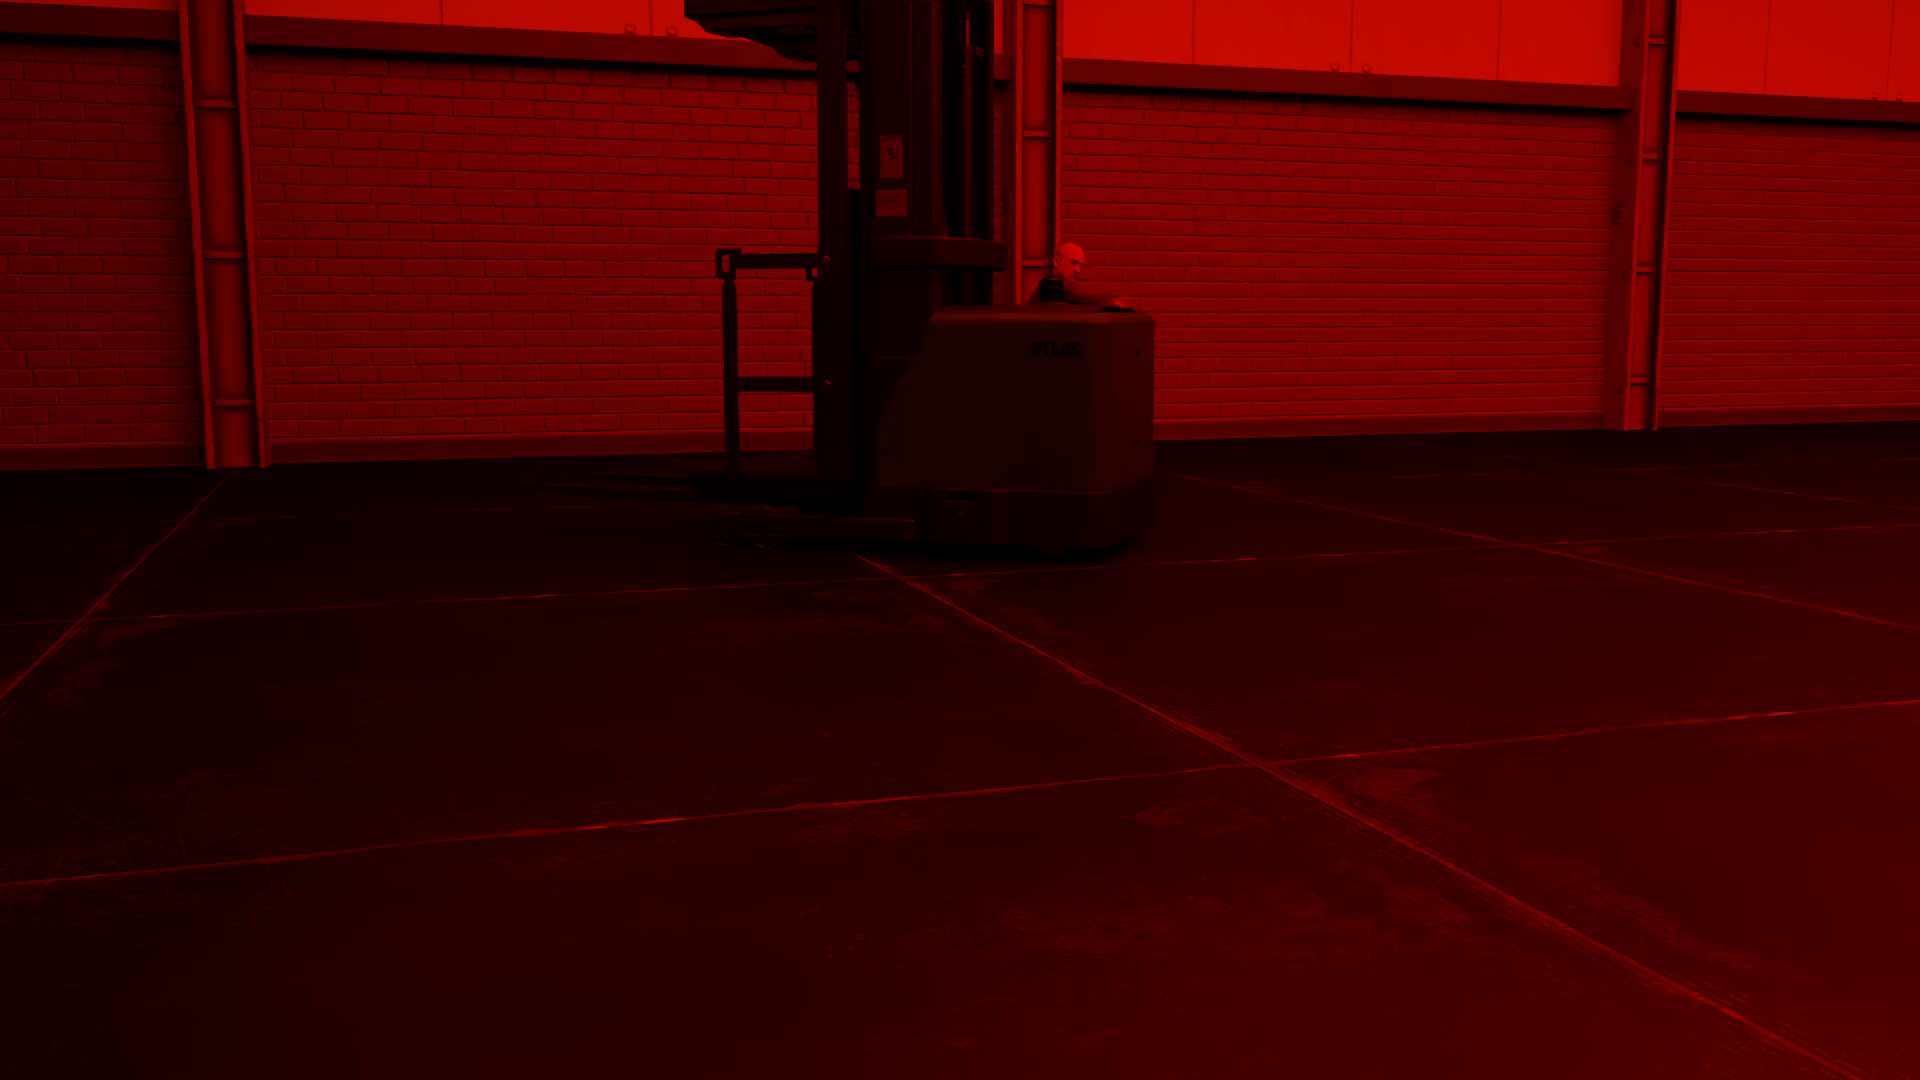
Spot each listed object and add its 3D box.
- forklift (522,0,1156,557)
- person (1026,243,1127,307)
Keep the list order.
[{"bbox_3d":[-0.636,-1.476,7.897,3.031,2.935,1.130,3,8,19],"label":"forklift"},{"bbox_3d":[0.725,-1.017,10.012,0.948,1.513,0.854,-3,8,-24],"label":"person"}]
